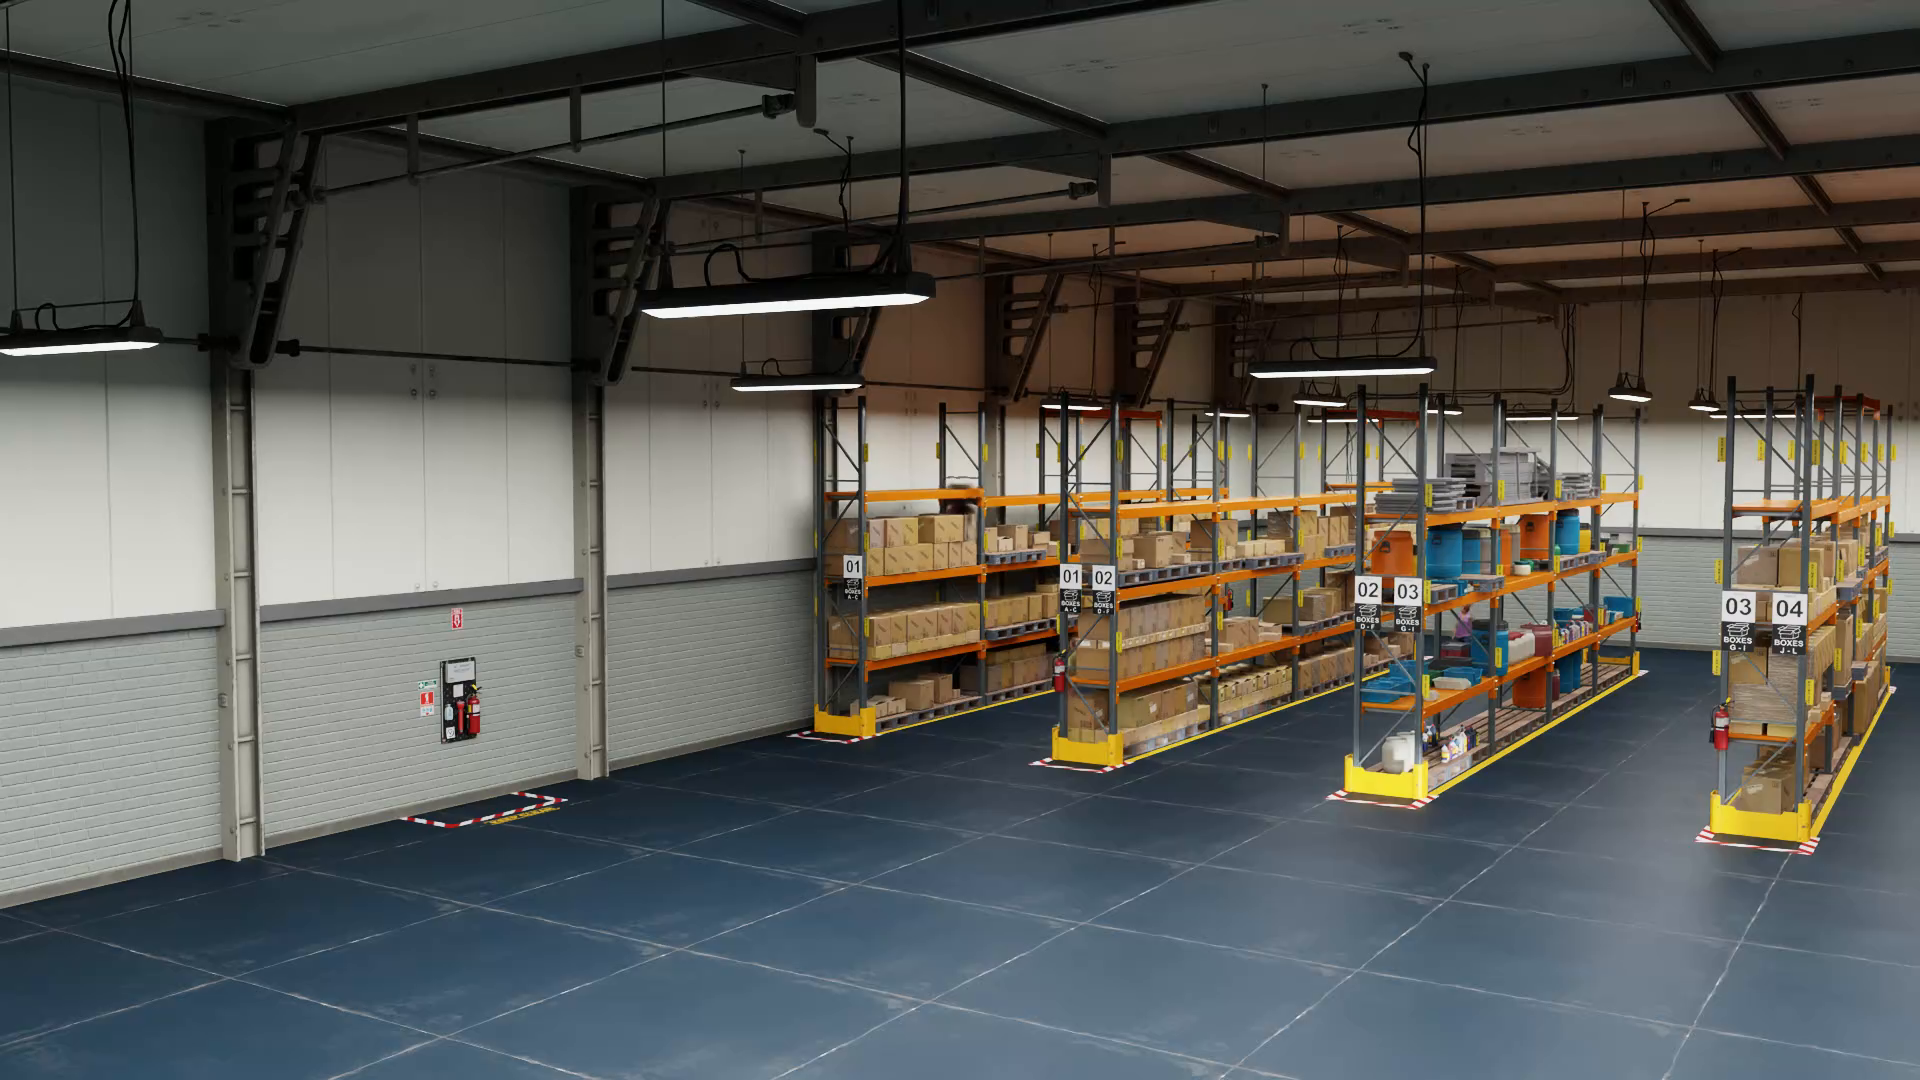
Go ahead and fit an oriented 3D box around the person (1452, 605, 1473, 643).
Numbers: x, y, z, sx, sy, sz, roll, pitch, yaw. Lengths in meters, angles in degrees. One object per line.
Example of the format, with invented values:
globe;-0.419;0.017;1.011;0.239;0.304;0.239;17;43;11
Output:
person;11.557;2.216;38.125;0.488;1.555;0.823;2;4;32

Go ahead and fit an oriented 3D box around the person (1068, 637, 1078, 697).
person;2.043;2.590;30.378;0.403;1.647;0.605;1;3;18
